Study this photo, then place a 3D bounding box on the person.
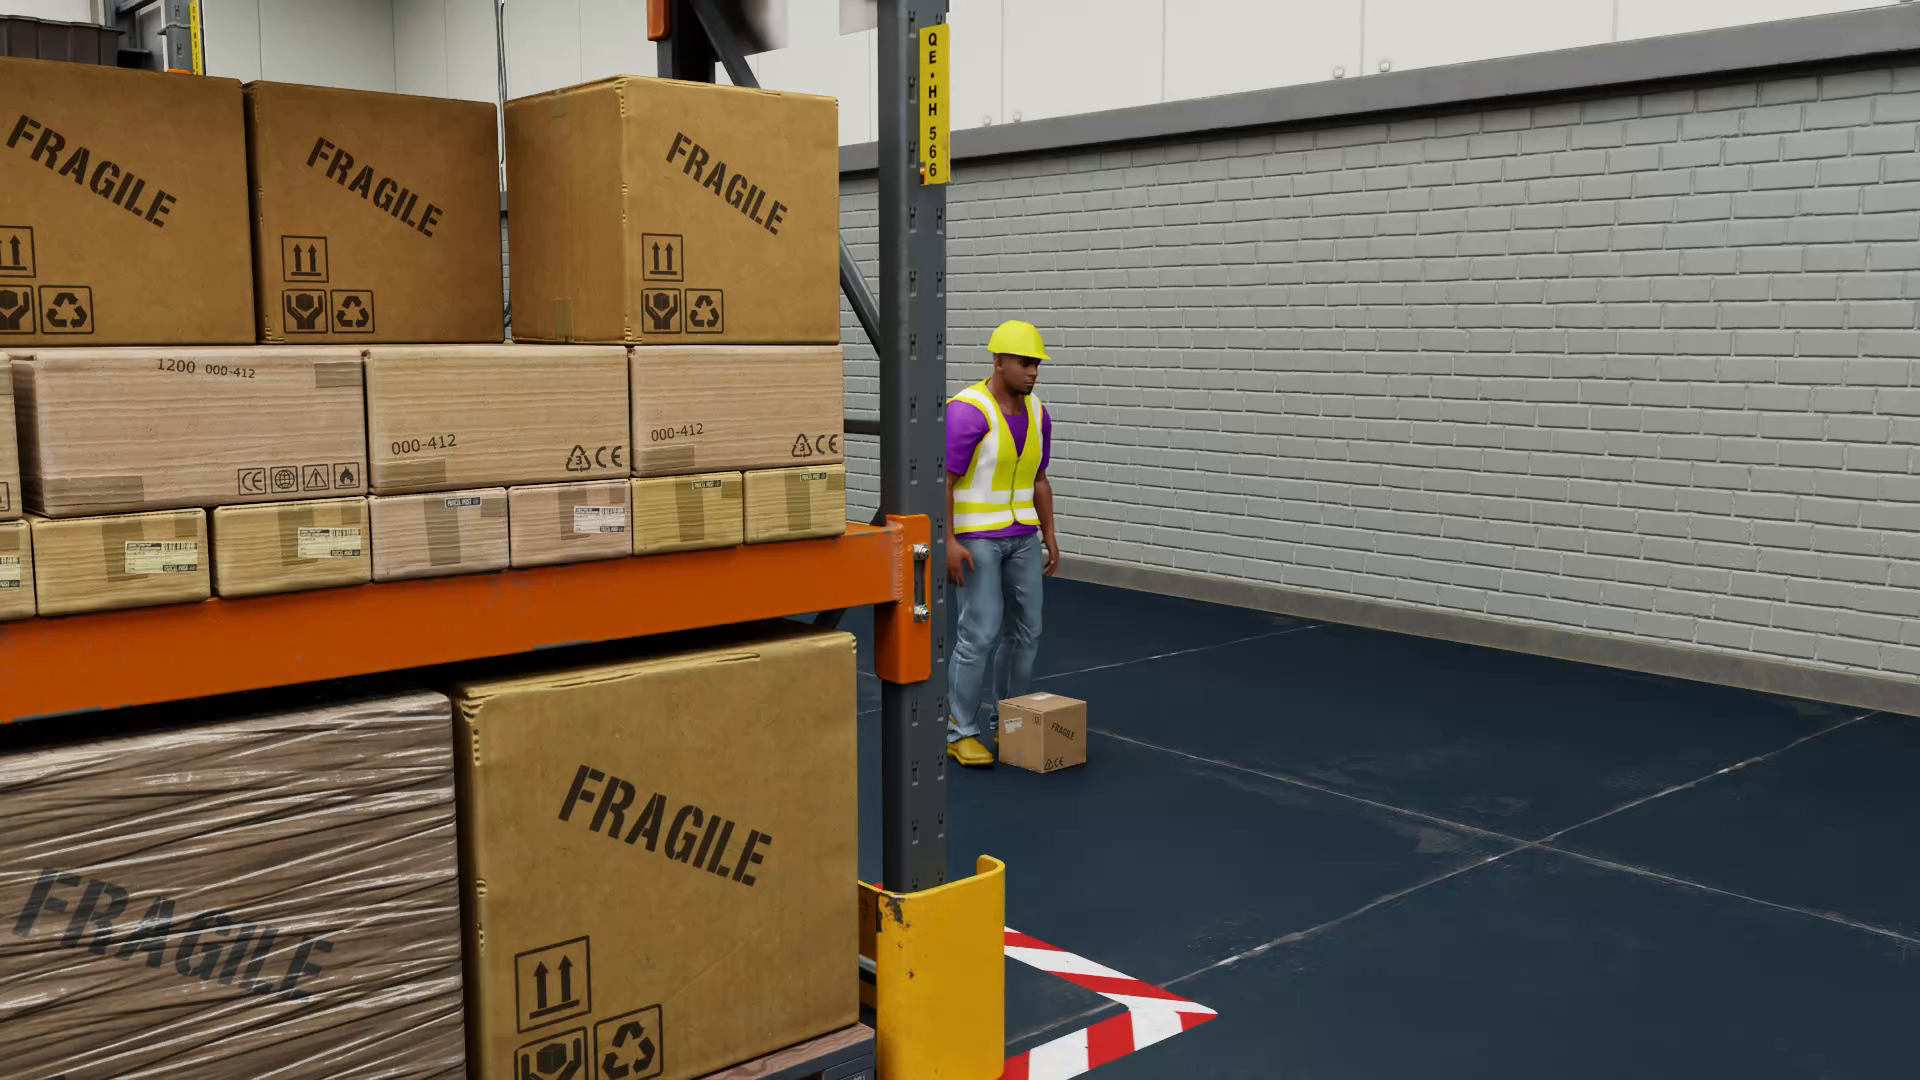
[{"bbox_3d":[0.163,-0.001,6.718,0.625,1.760,0.459,-7,10,-42],"label":"person"}]
